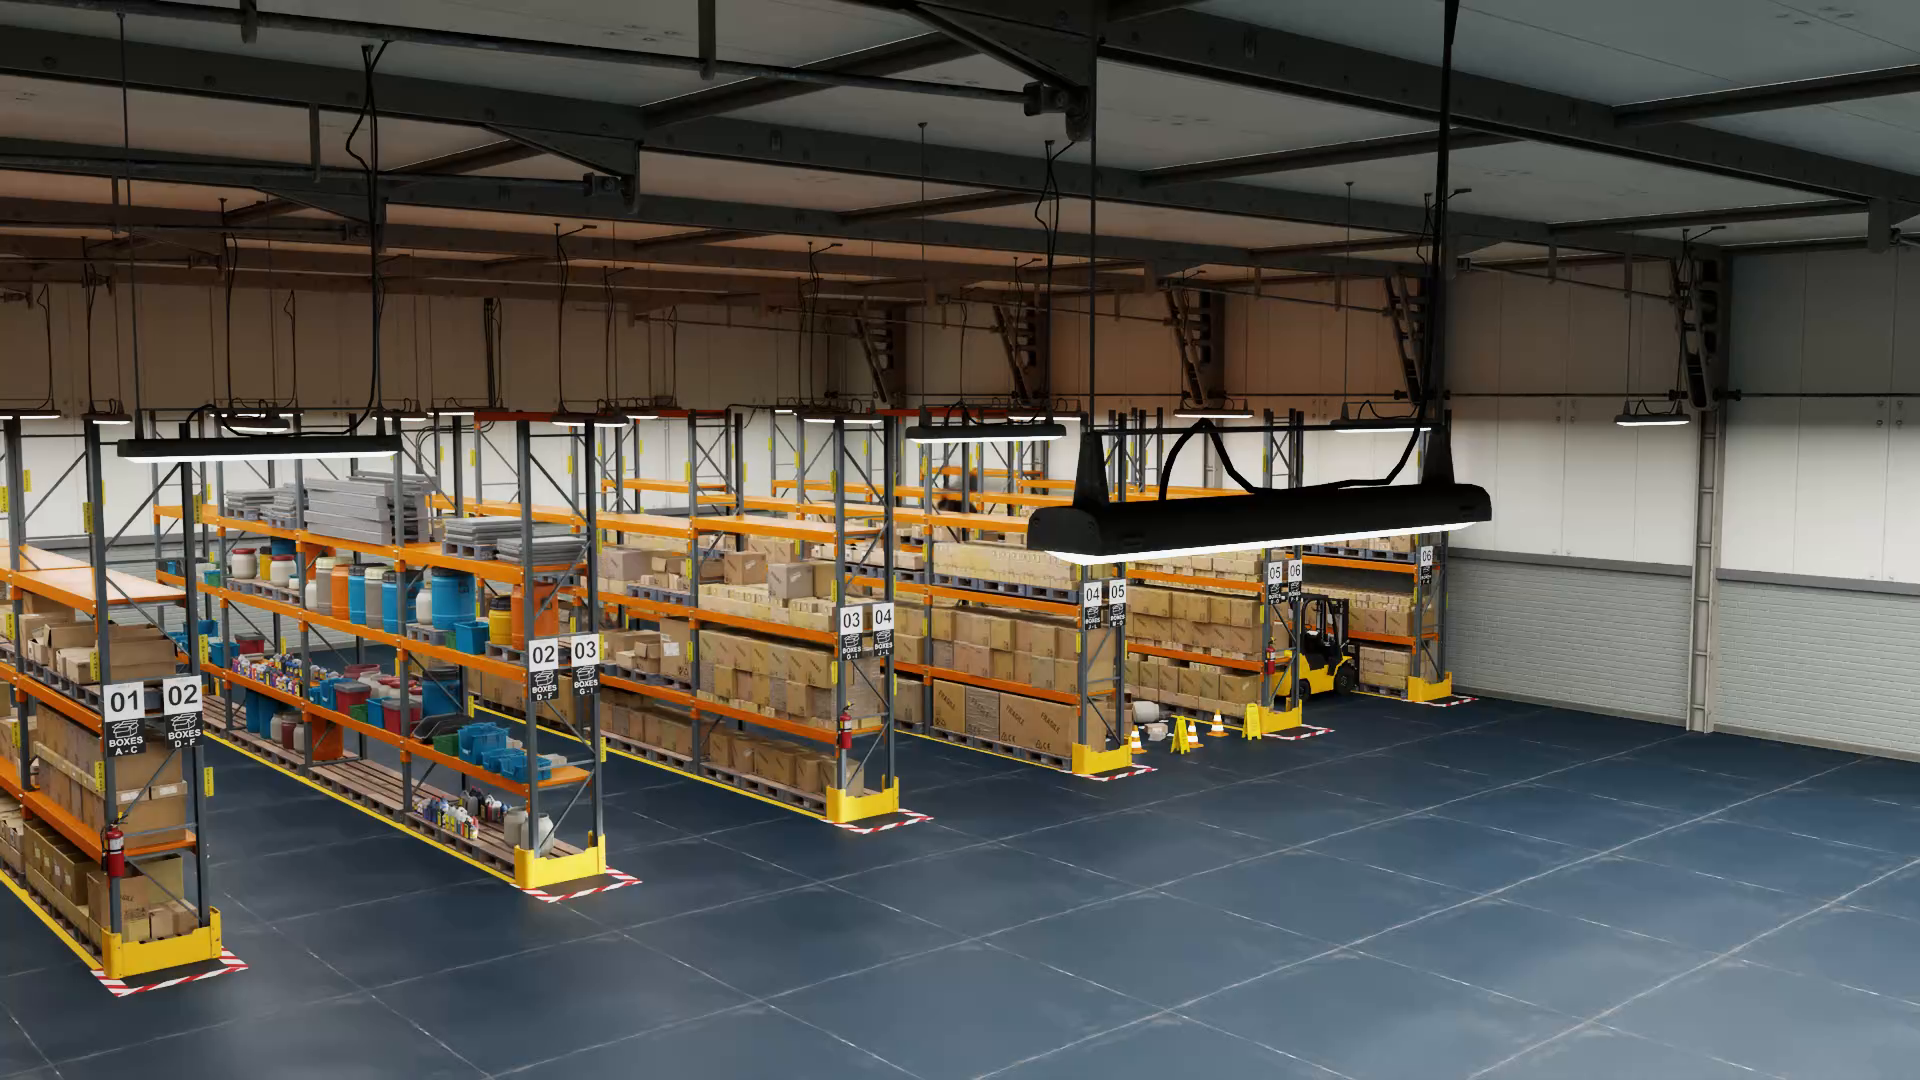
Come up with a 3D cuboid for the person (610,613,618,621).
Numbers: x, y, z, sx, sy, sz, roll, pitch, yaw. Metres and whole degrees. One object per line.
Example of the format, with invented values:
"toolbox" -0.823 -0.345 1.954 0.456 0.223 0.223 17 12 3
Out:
"person" -8.554 1.579 41.423 0.506 0.835 0.613 0 5 -2
